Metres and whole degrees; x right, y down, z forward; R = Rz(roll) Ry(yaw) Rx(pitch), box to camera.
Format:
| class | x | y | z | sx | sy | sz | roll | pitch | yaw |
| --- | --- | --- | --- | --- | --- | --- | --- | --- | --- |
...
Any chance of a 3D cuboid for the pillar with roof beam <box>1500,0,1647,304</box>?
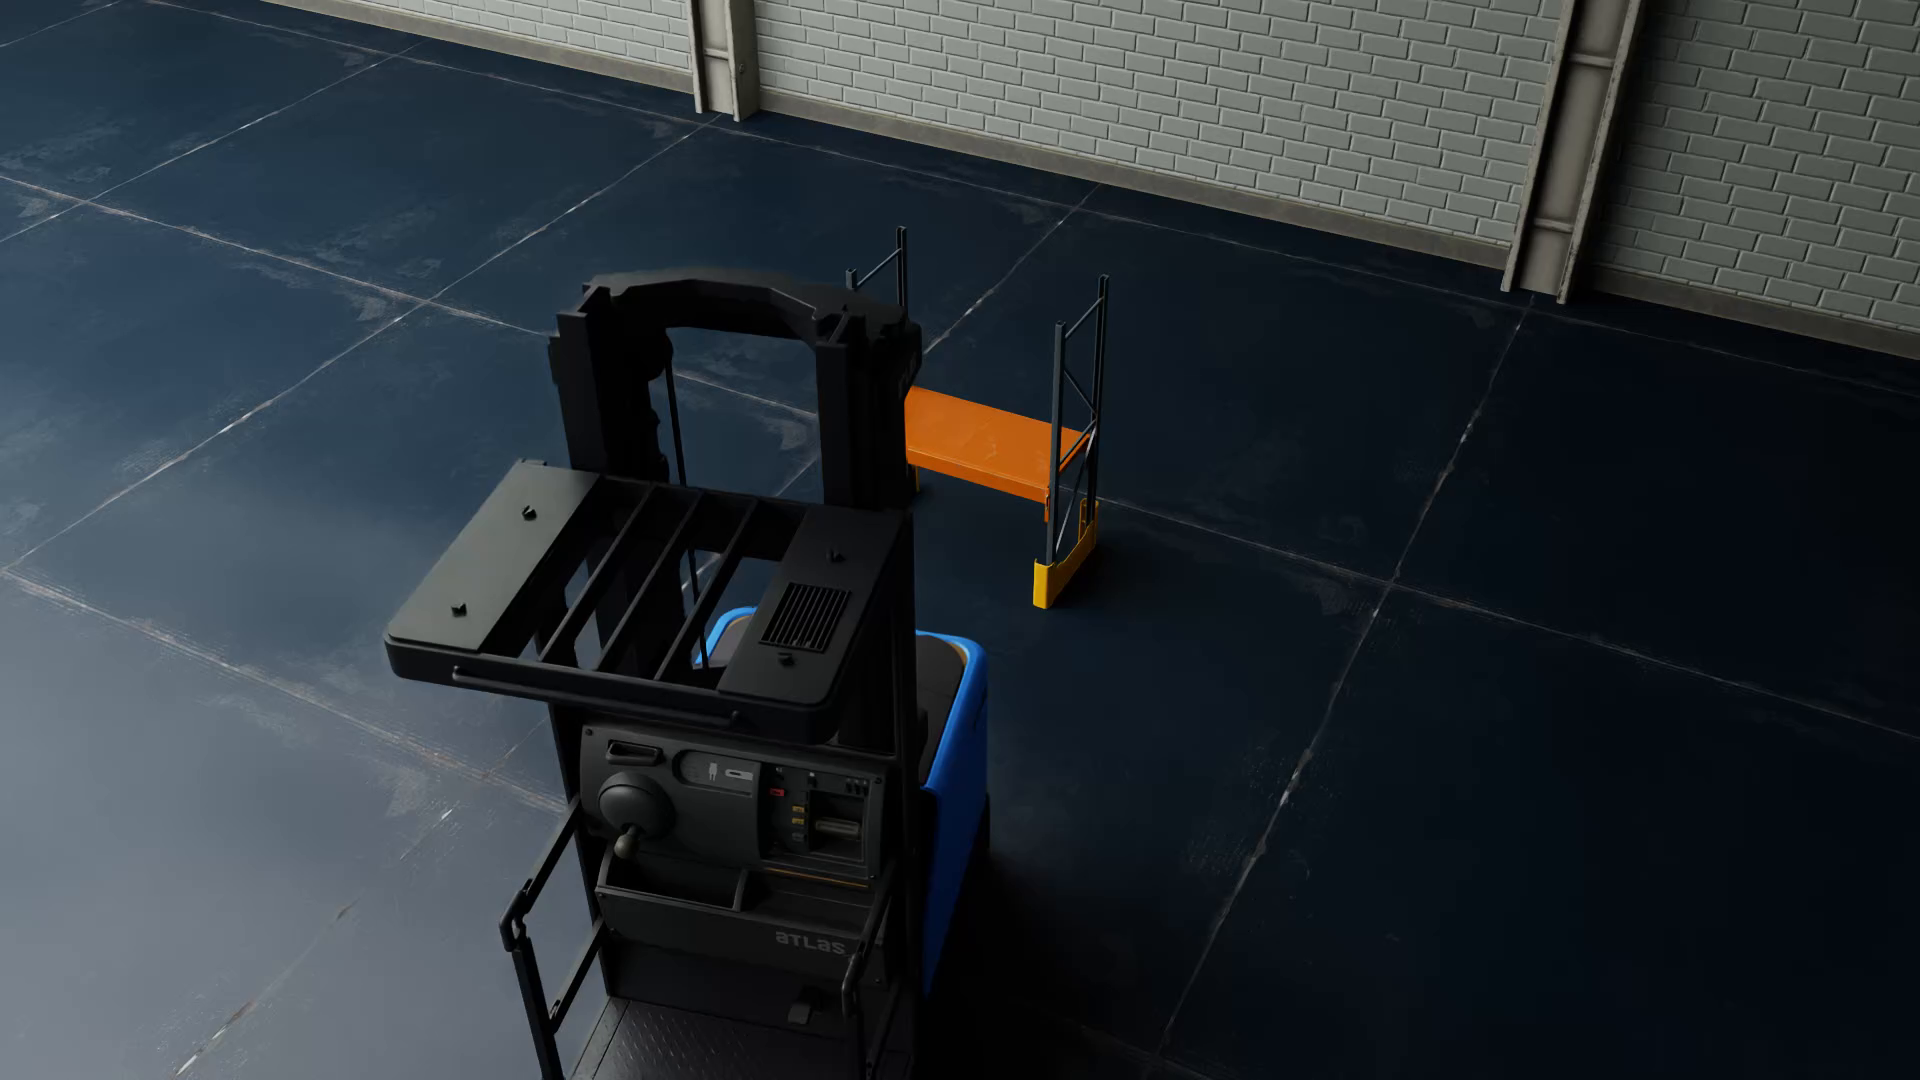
| class | x | y | z | sx | sy | sz | roll | pitch | yaw |
| --- | --- | --- | --- | --- | --- | --- | --- | --- | --- |
| pillar with roof beam | 1.609 | -2.846 | 4.556 | 0.400 | 9.000 | 9.100 | 17 | 41 | 21 |

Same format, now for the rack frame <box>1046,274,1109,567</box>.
| class | x | y | z | sx | sy | sz | roll | pitch | yaw |
| --- | --- | --- | --- | --- | --- | --- | --- | --- | --- |
| rack frame | 0.527 | -0.432 | 7.579 | 0.032 | 1.500 | 0.500 | 17 | 41 | 21 |

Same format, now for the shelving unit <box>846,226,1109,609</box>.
| class | x | y | z | sx | sy | sz | roll | pitch | yaw |
| --- | --- | --- | --- | --- | --- | --- | --- | --- | --- |
| shelving unit | 0.068 | -0.576 | 7.769 | 1.083 | 1.500 | 0.587 | 17 | 41 | 21 |

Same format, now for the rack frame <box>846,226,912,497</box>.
| class | x | y | z | sx | sy | sz | roll | pitch | yaw |
| --- | --- | --- | --- | --- | --- | --- | --- | --- | --- |
| rack frame | -0.376 | -0.715 | 7.952 | 0.032 | 1.500 | 0.500 | 17 | 41 | 21 |

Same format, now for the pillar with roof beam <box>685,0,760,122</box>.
| class | x | y | z | sx | sy | sz | roll | pitch | yaw |
| --- | --- | --- | --- | --- | --- | --- | --- | --- | --- |
| pillar with roof beam | -3.719 | -4.514 | 6.754 | 0.400 | 9.000 | 9.100 | 17 | 41 | 21 |

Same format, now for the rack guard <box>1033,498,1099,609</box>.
| class | x | y | z | sx | sy | sz | roll | pitch | yaw |
| --- | --- | --- | --- | --- | --- | --- | --- | --- | --- |
| rack guard | 0.510 | 0.060 | 7.964 | 0.087 | 0.250 | 0.587 | 17 | 41 | 21 |

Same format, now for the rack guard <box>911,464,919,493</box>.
| class | x | y | z | sx | sy | sz | roll | pitch | yaw |
| --- | --- | --- | --- | --- | --- | --- | --- | --- | --- |
| rack guard | -0.375 | -0.217 | 8.329 | 0.087 | 0.250 | 0.587 | 17 | 41 | 21 |

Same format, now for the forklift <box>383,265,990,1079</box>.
| class | x | y | z | sx | sy | sz | roll | pitch | yaw |
| --- | --- | --- | --- | --- | --- | --- | --- | --- | --- |
| forklift | -0.715 | 0.851 | 4.705 | 1.130 | 2.935 | 3.031 | 8 | 38 | 10 |

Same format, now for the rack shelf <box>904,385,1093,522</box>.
| class | x | y | z | sx | sy | sz | roll | pitch | yaw |
| --- | --- | --- | --- | --- | --- | --- | --- | --- | --- |
| rack shelf | 0.076 | -0.430 | 7.874 | 1.000 | 0.185 | 0.538 | 17 | 41 | 21 |
